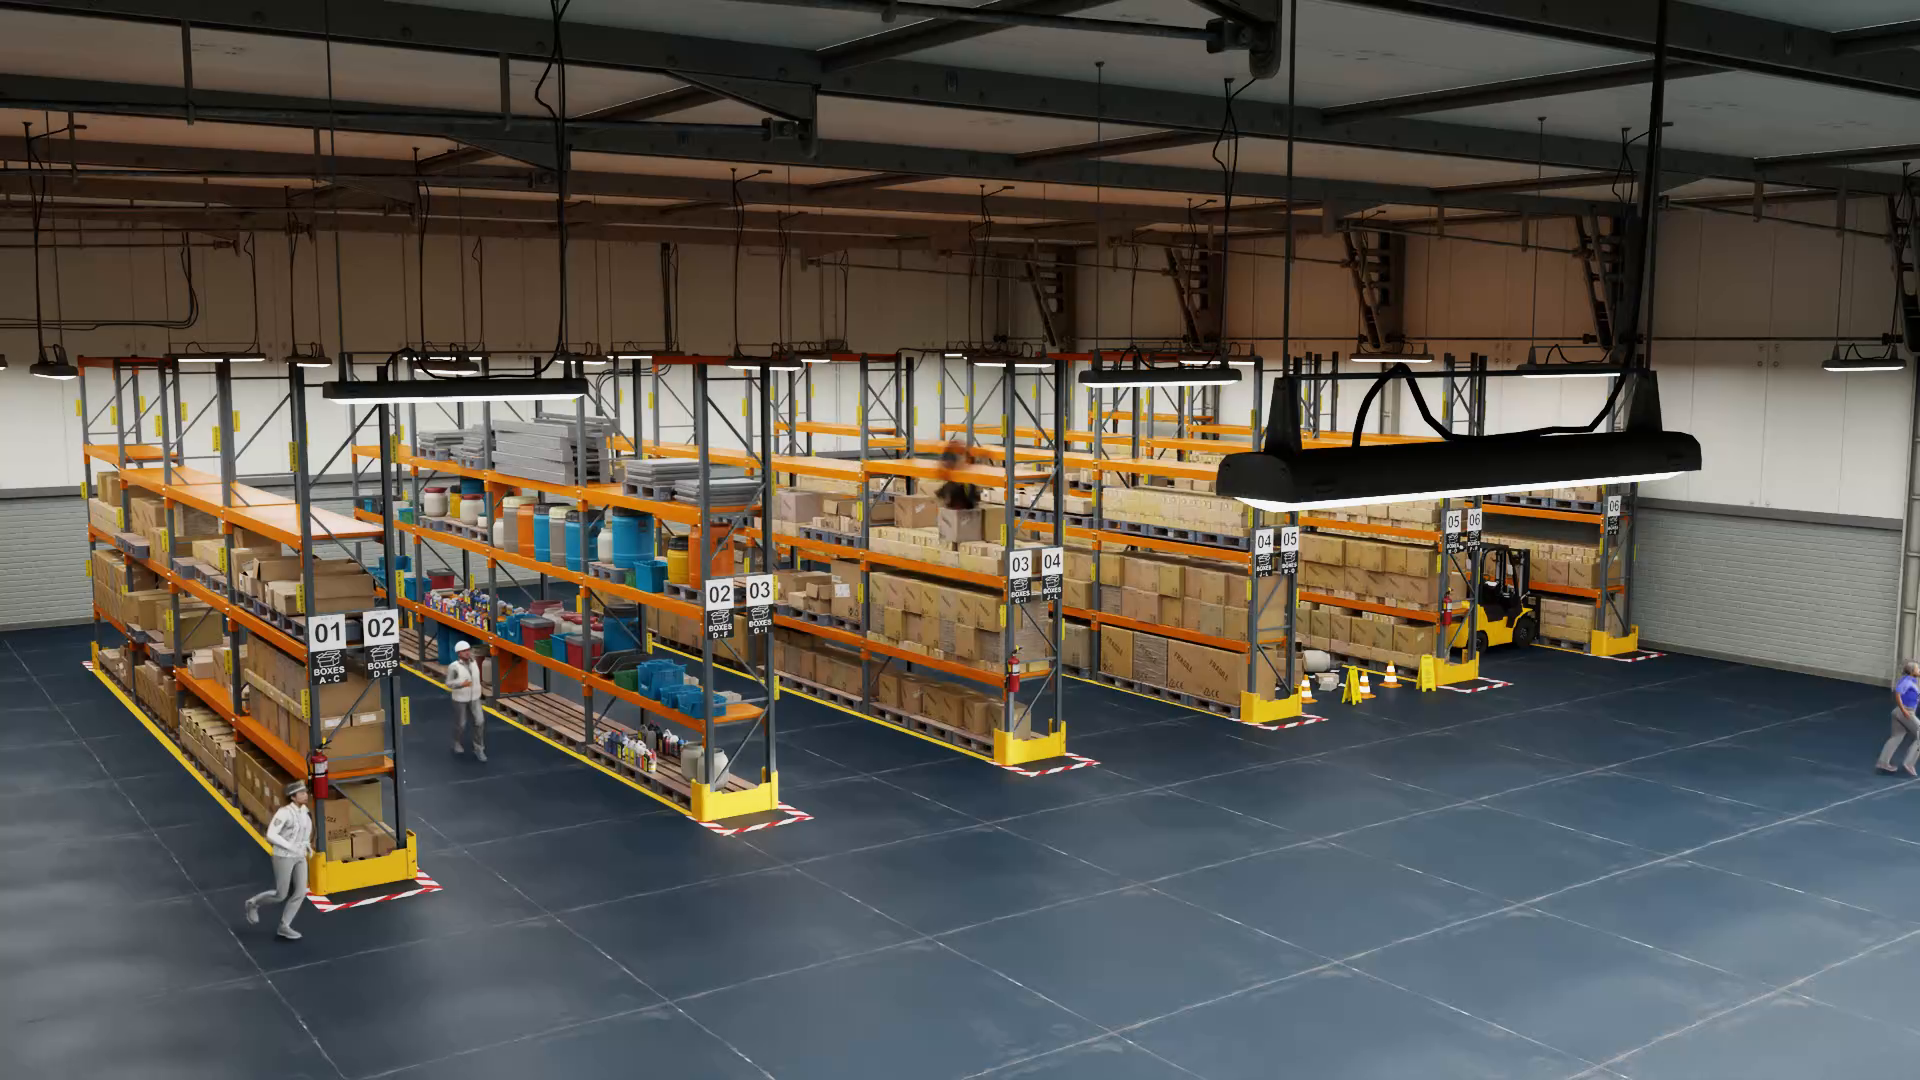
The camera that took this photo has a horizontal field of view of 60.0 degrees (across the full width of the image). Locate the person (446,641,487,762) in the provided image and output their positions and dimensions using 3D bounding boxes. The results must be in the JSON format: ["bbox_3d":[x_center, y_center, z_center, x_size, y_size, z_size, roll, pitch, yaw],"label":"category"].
[{"bbox_3d":[-7.457,2.423,25.060,0.643,1.836,0.801,-6,9,-42],"label":"person"}]

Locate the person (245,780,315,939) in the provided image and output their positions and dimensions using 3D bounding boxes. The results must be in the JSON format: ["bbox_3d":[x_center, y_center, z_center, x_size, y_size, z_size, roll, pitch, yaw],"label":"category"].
[{"bbox_3d":[-7.234,3.379,17.871,0.721,1.623,0.650,3,7,21],"label":"person"}]

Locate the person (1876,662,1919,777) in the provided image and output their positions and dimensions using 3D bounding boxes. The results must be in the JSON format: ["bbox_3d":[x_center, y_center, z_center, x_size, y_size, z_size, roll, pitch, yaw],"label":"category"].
[{"bbox_3d":[13.752,2.650,24.186,0.725,1.625,0.526,1,7,8],"label":"person"}]
